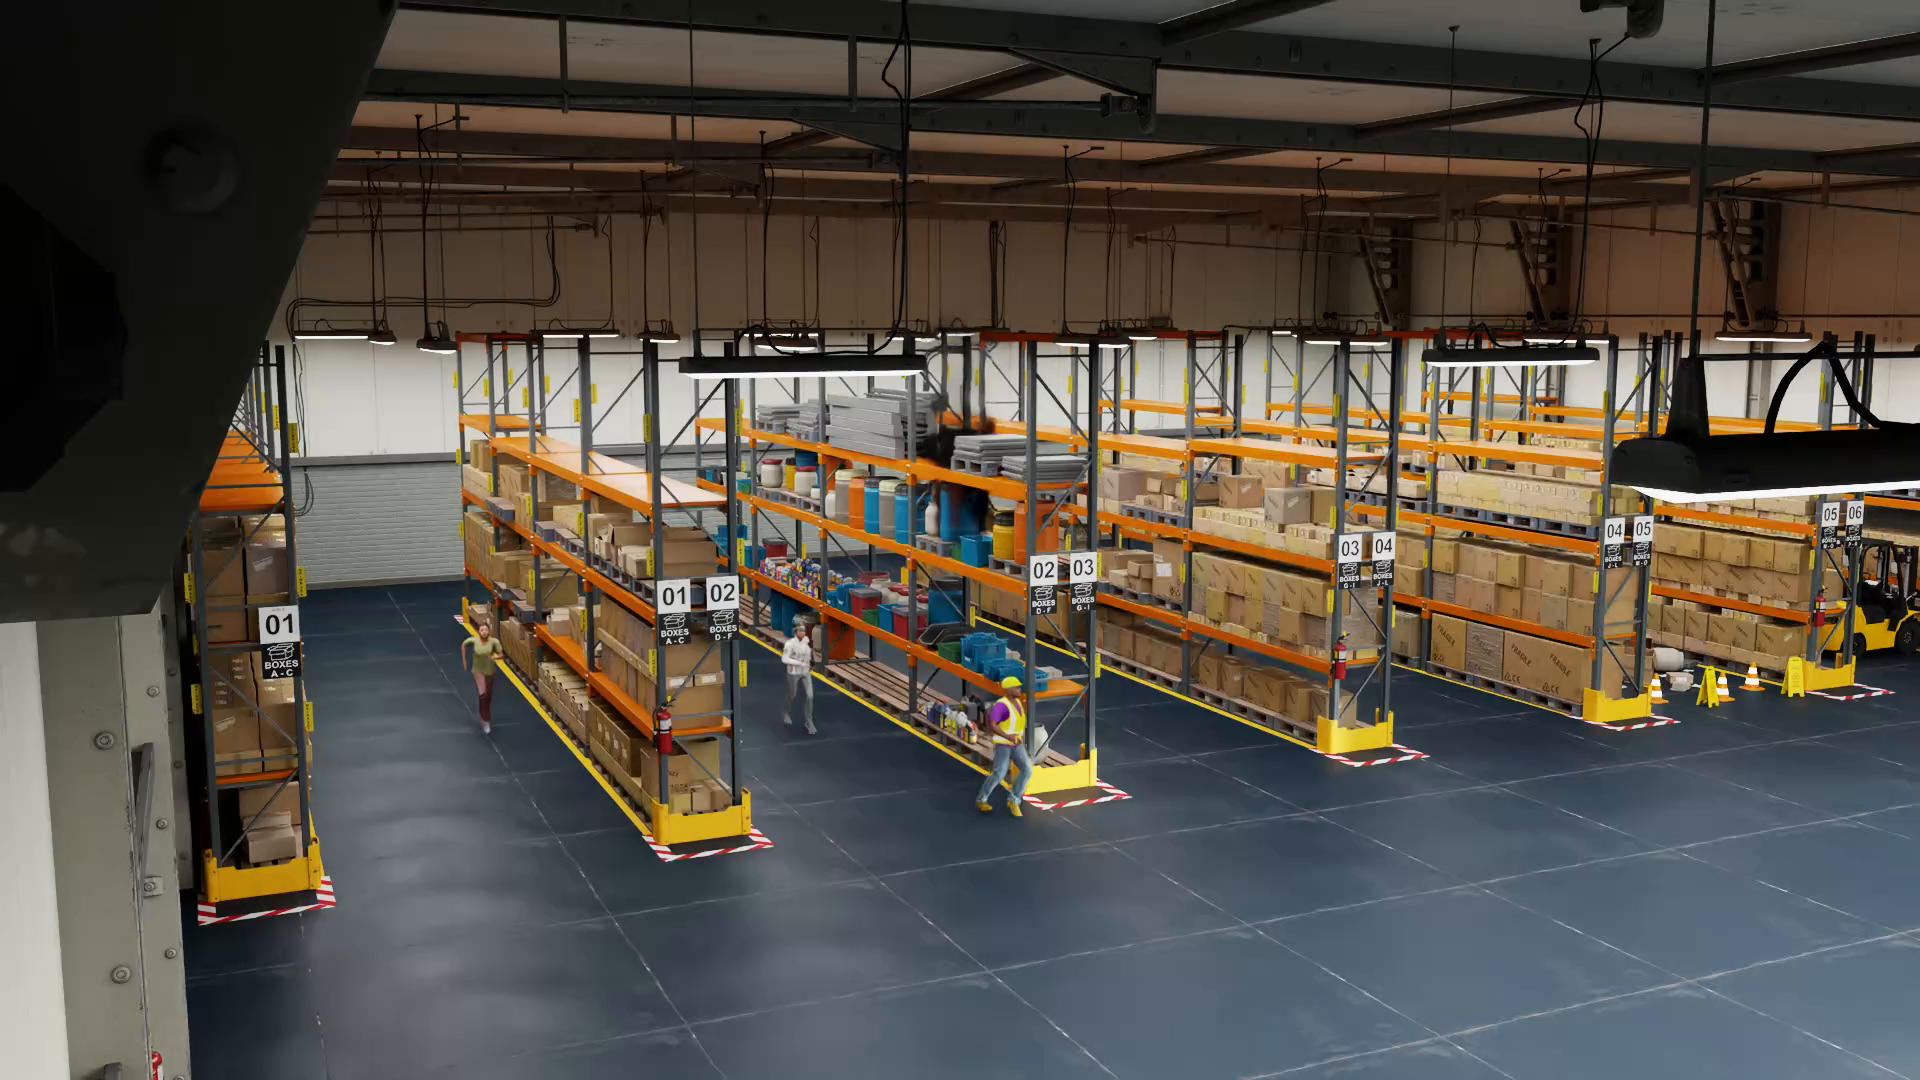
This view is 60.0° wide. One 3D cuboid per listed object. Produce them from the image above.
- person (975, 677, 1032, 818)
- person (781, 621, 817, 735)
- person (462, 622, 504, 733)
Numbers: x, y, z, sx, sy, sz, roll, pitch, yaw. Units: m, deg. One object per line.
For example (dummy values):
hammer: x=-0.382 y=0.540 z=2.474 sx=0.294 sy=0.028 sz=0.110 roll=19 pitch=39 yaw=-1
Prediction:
person: x=0.622 y=2.631 z=21.252 sx=0.680 sy=1.773 sz=0.763 roll=6 pitch=10 yaw=36
person: x=-2.494 y=2.066 z=25.467 sx=0.562 sy=1.719 sz=0.857 roll=-4 pitch=9 yaw=-28
person: x=-7.318 y=2.076 z=25.560 sx=0.599 sy=1.695 sz=0.794 roll=-3 pitch=8 yaw=-22
